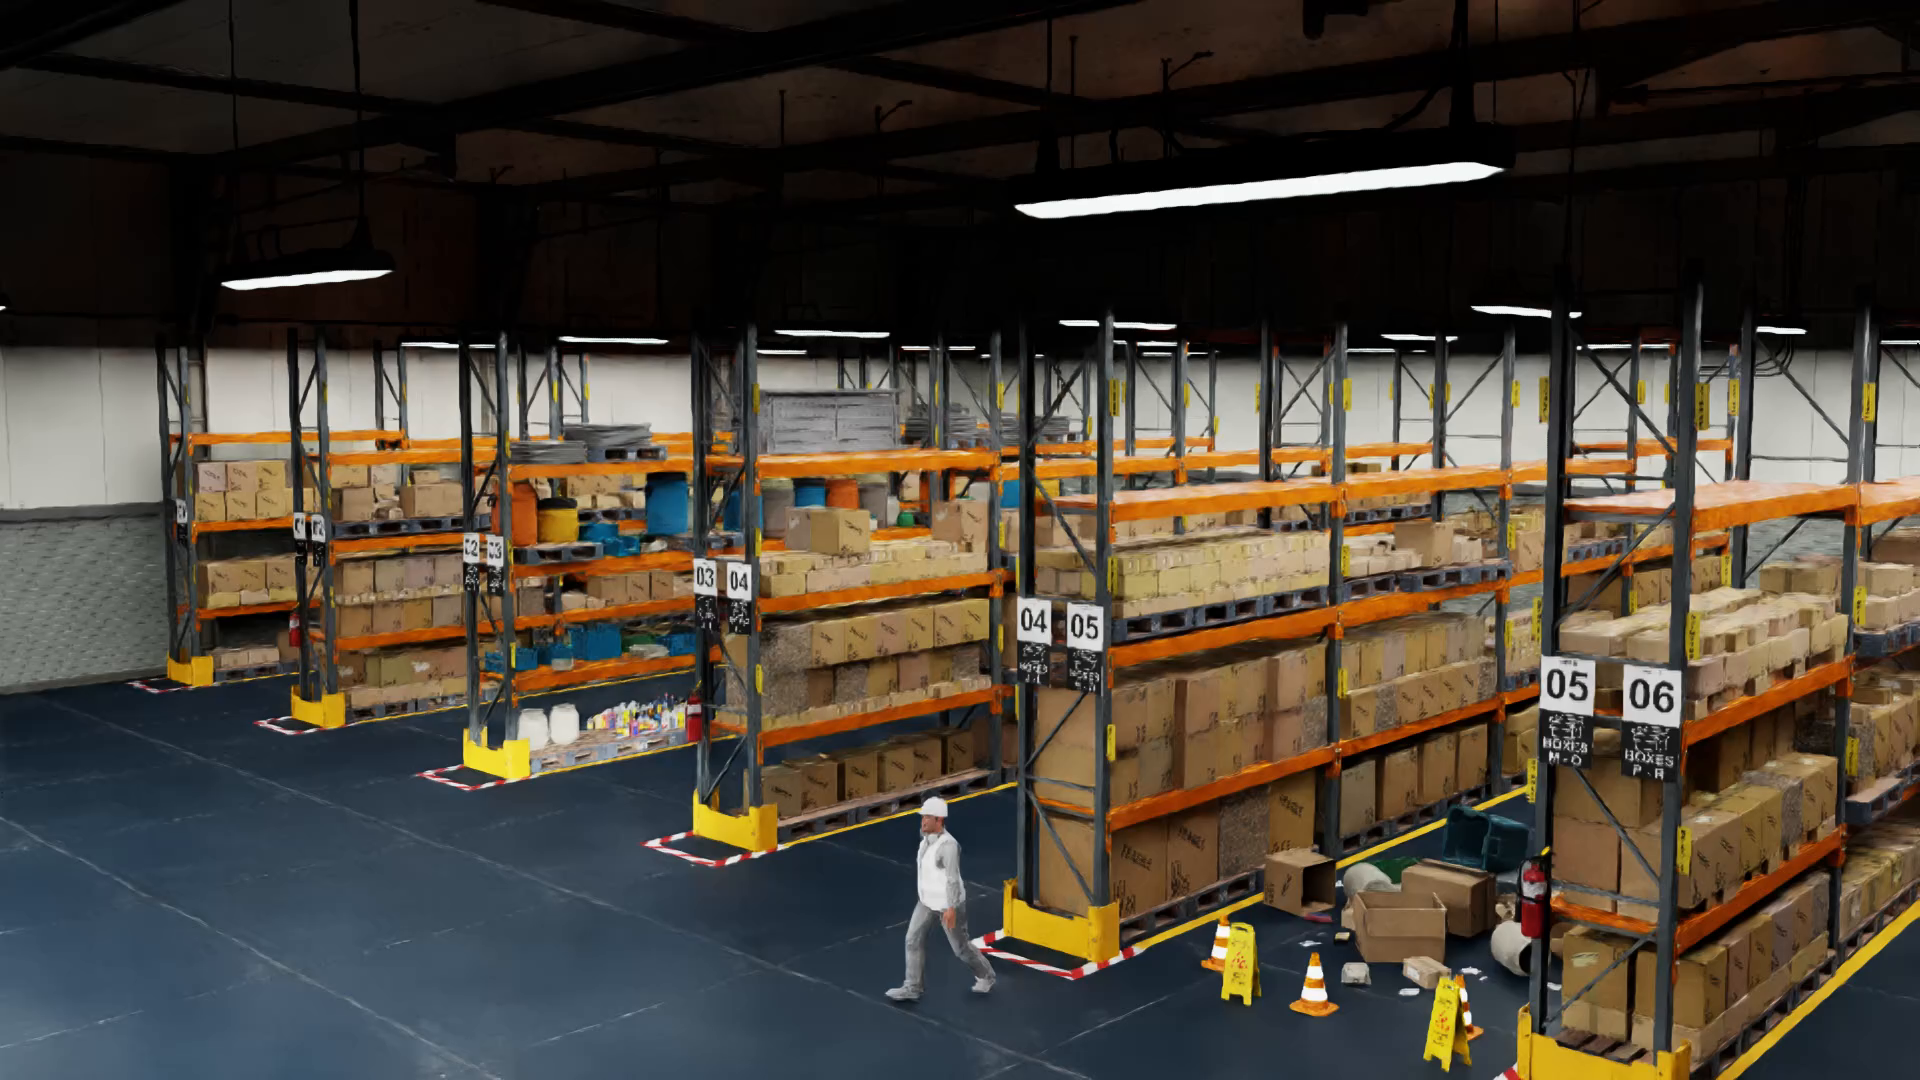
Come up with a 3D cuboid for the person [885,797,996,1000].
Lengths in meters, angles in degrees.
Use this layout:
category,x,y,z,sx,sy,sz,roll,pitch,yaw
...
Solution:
category,x,y,z,sx,sy,sz,roll,pitch,yaw
person,-0.127,3.000,13.902,0.926,1.736,0.560,-3,6,-30
